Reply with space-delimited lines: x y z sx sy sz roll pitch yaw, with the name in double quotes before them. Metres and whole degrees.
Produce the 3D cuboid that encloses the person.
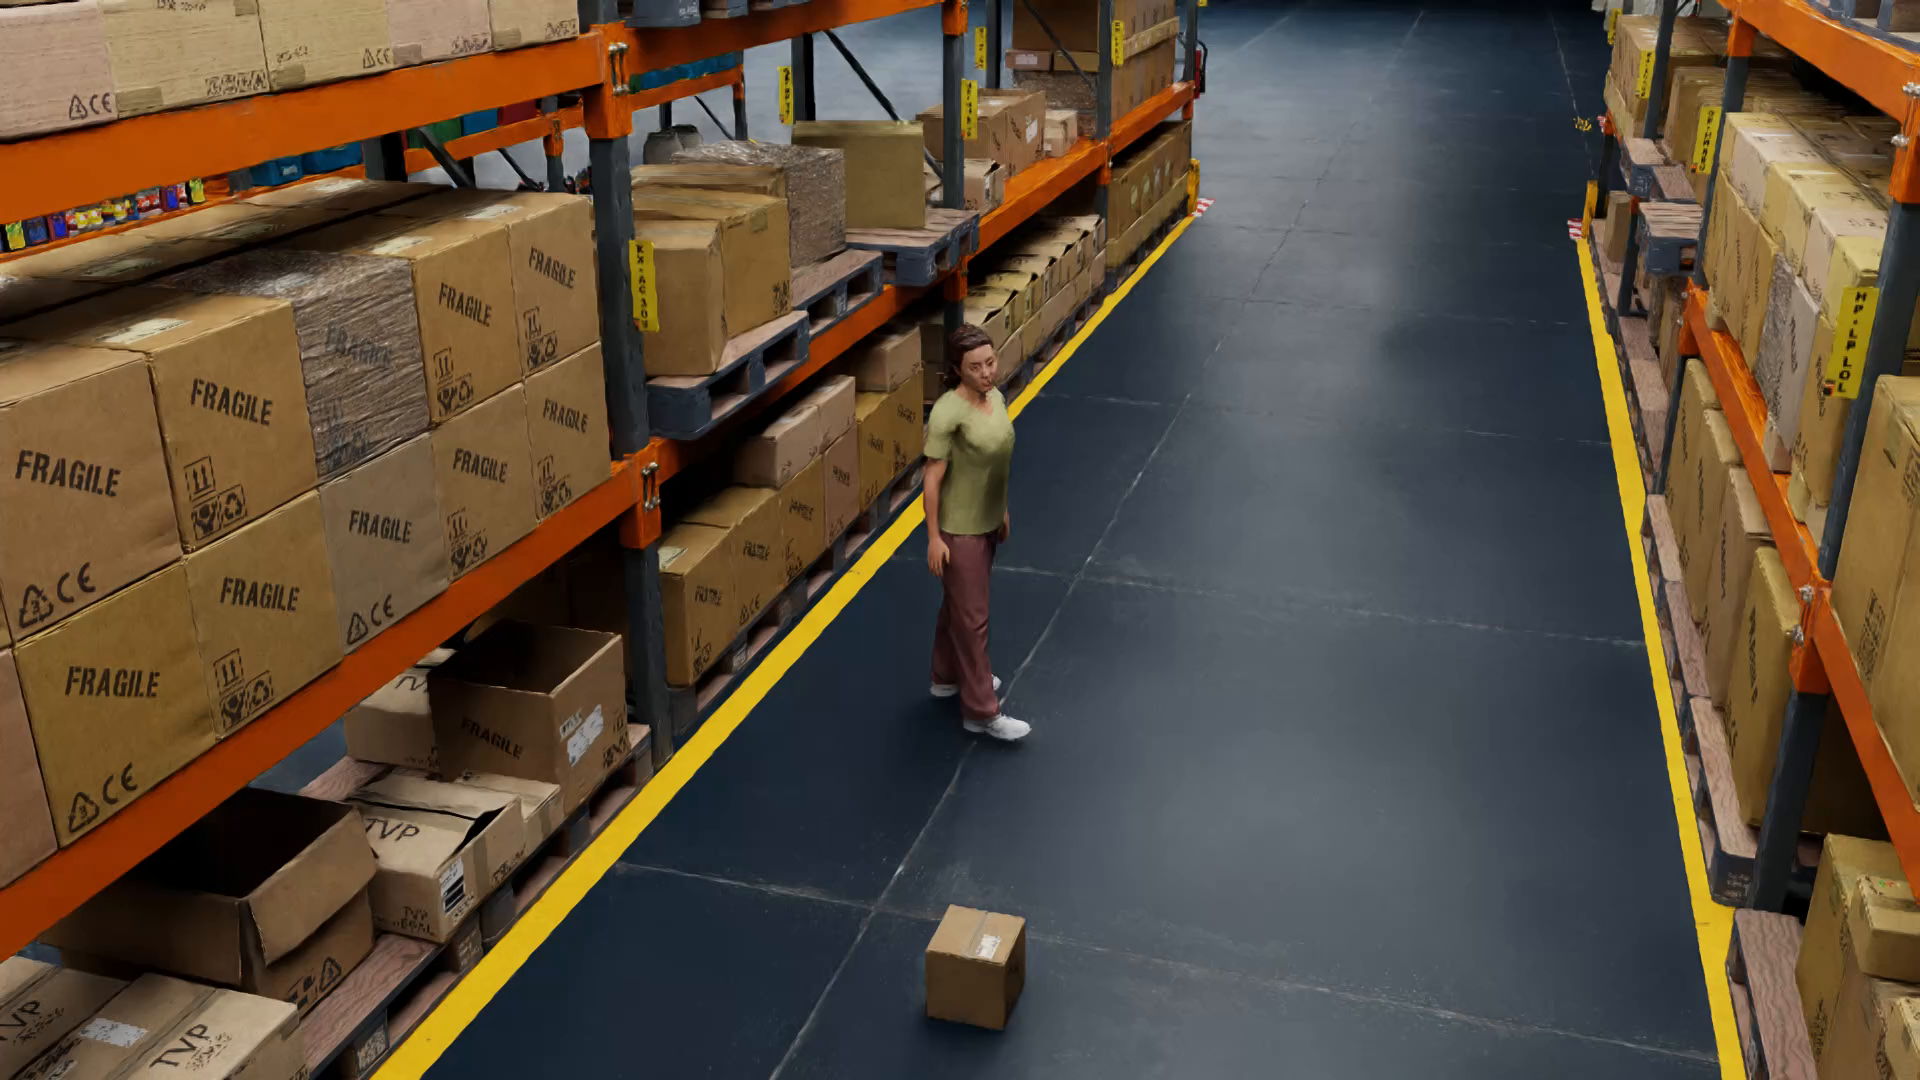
"person" 0.077 0.078 6.670 0.578 1.417 0.562 12 25 26
